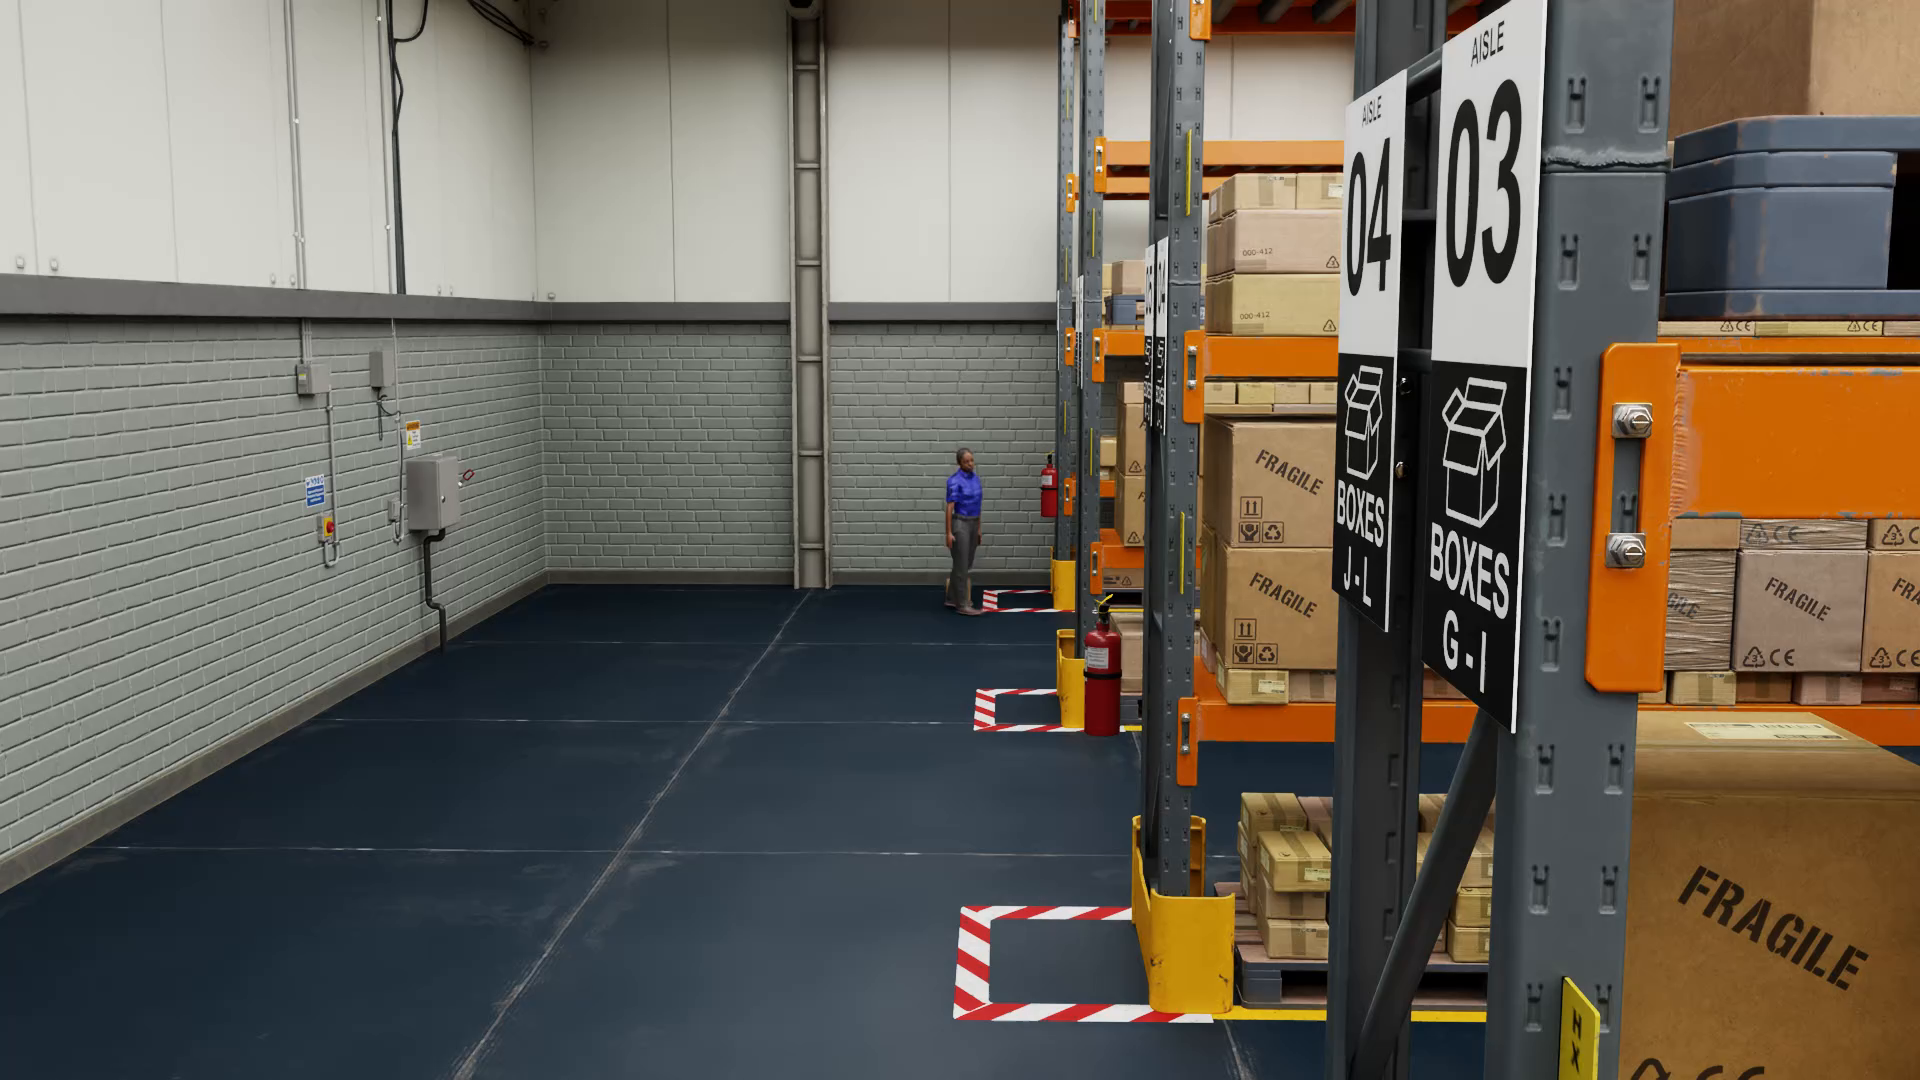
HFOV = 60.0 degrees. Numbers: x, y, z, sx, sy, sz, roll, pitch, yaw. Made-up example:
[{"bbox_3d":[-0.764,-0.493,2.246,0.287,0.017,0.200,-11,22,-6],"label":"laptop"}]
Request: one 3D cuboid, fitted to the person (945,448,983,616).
[{"bbox_3d":[0.027,-0.096,16.513,0.555,1.651,0.583,5,9,36],"label":"person"}]
